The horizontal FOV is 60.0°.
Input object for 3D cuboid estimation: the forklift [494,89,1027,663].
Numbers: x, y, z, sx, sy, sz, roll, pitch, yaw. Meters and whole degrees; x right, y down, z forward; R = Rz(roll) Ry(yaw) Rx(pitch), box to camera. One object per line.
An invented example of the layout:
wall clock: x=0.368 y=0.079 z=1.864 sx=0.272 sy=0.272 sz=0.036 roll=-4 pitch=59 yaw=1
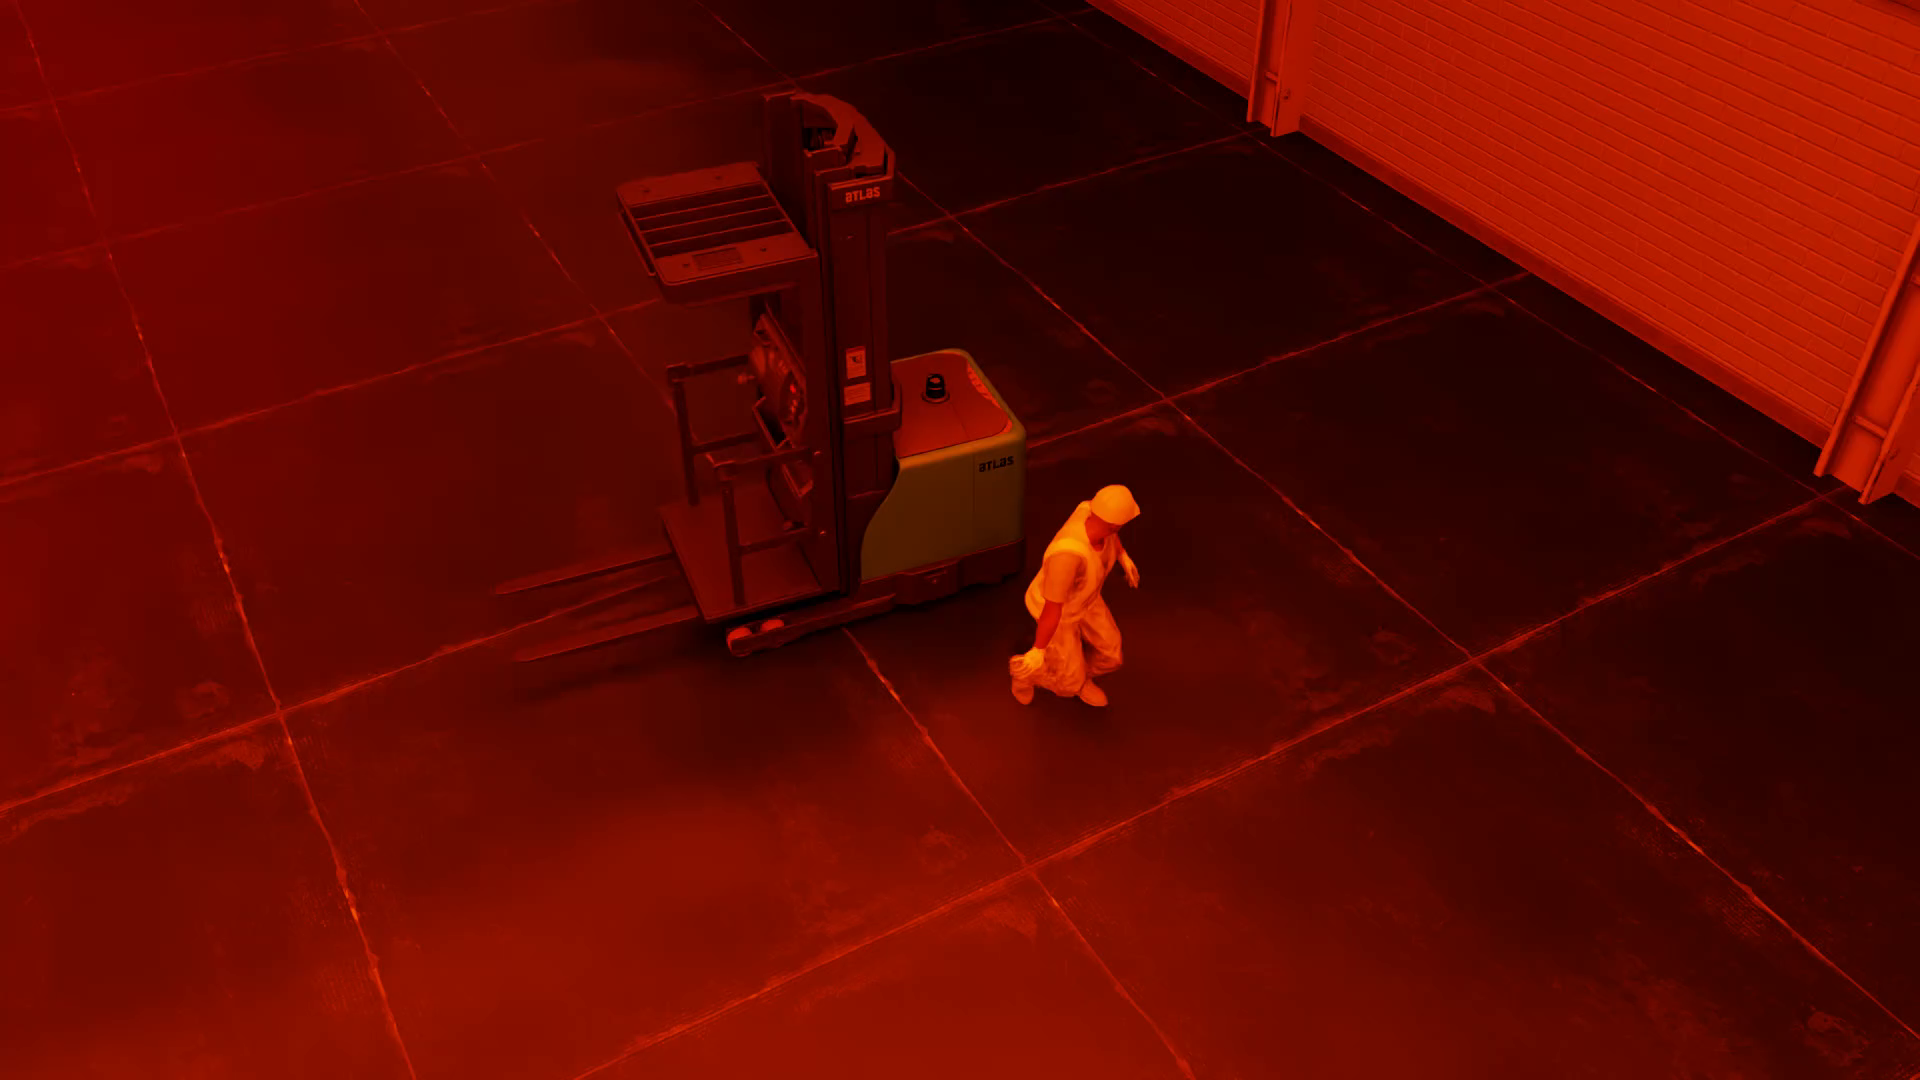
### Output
forklift: x=-1.175 y=-0.845 z=9.055 sx=3.031 sy=2.935 sz=1.130 roll=-15 pitch=42 yaw=-17

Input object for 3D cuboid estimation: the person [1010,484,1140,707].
person: x=0.551 y=0.329 z=8.726 sx=0.588 sy=1.592 sz=0.959 roll=28 pitch=47 yaw=29
